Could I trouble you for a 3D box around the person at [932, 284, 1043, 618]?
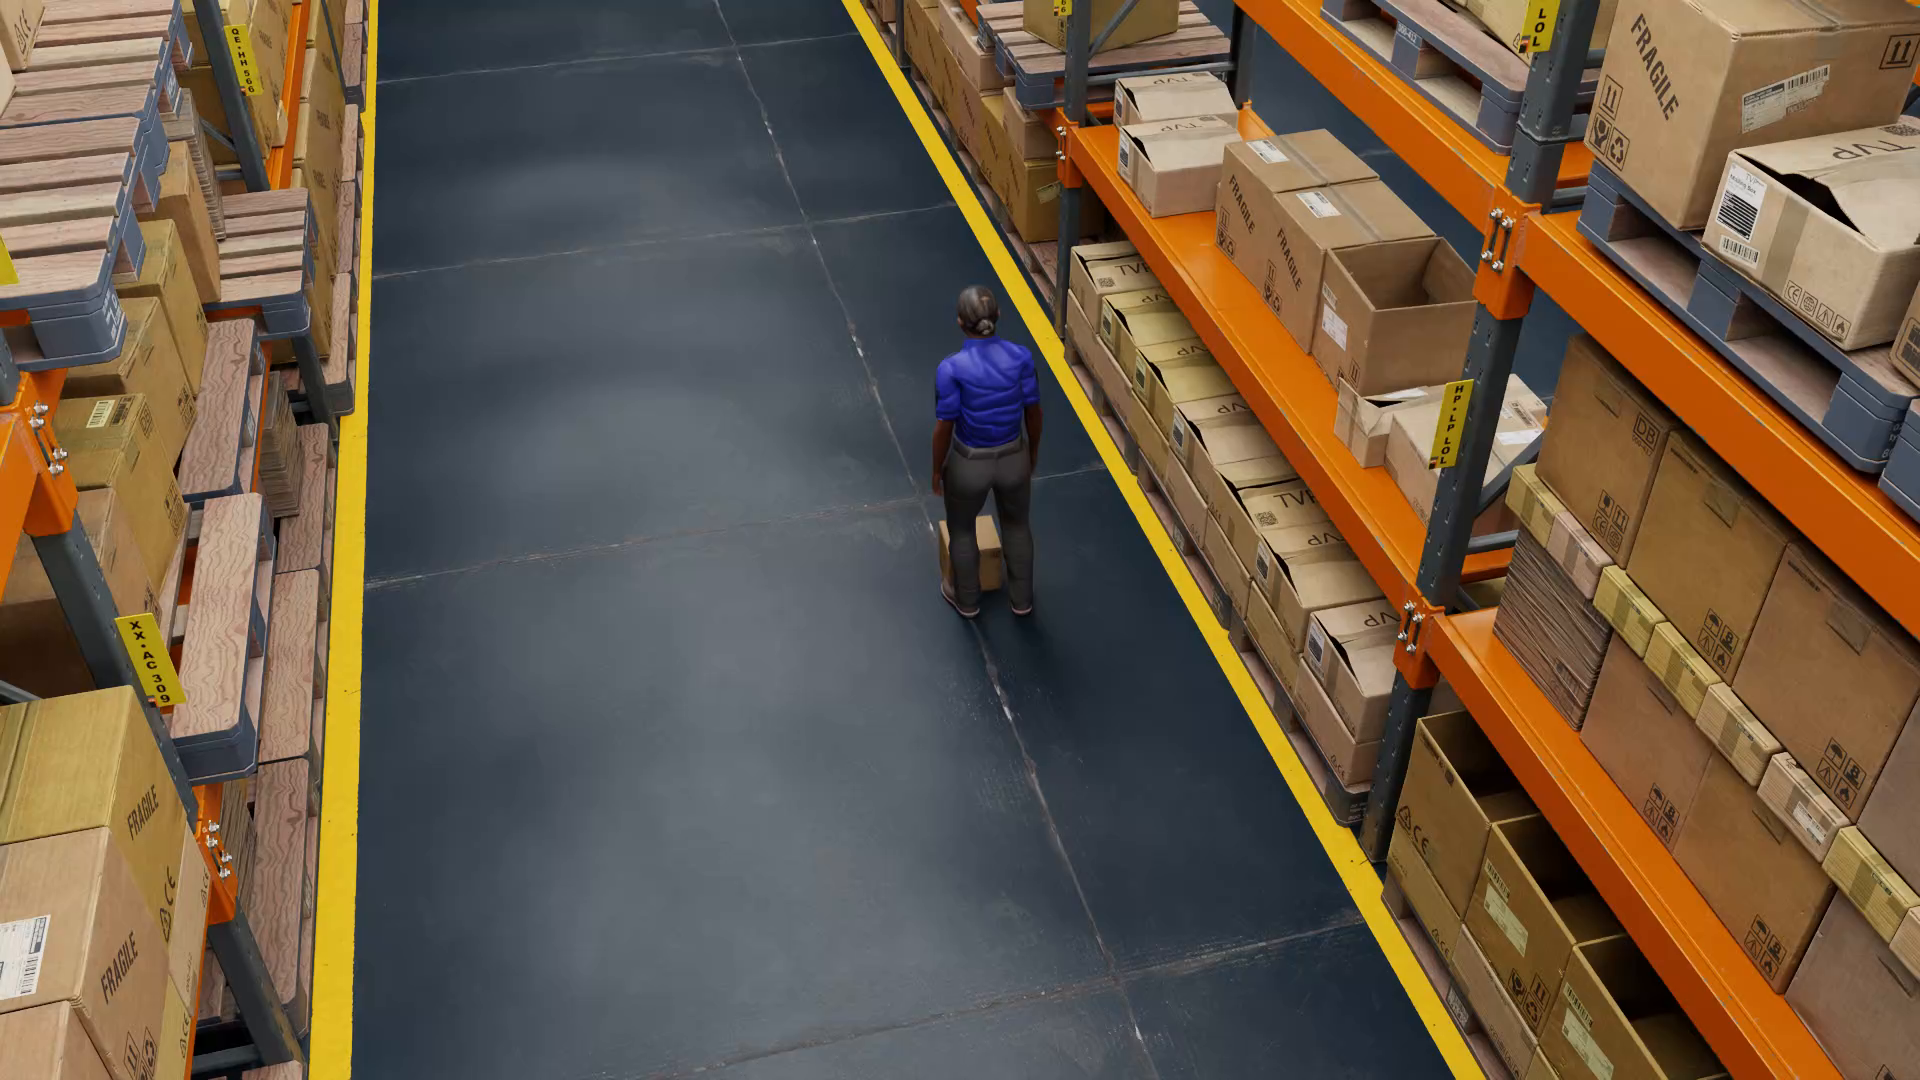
[{"bbox_3d":[0.110,-0.353,7.164,0.514,1.653,0.402,-11,40,-13],"label":"person"}]
